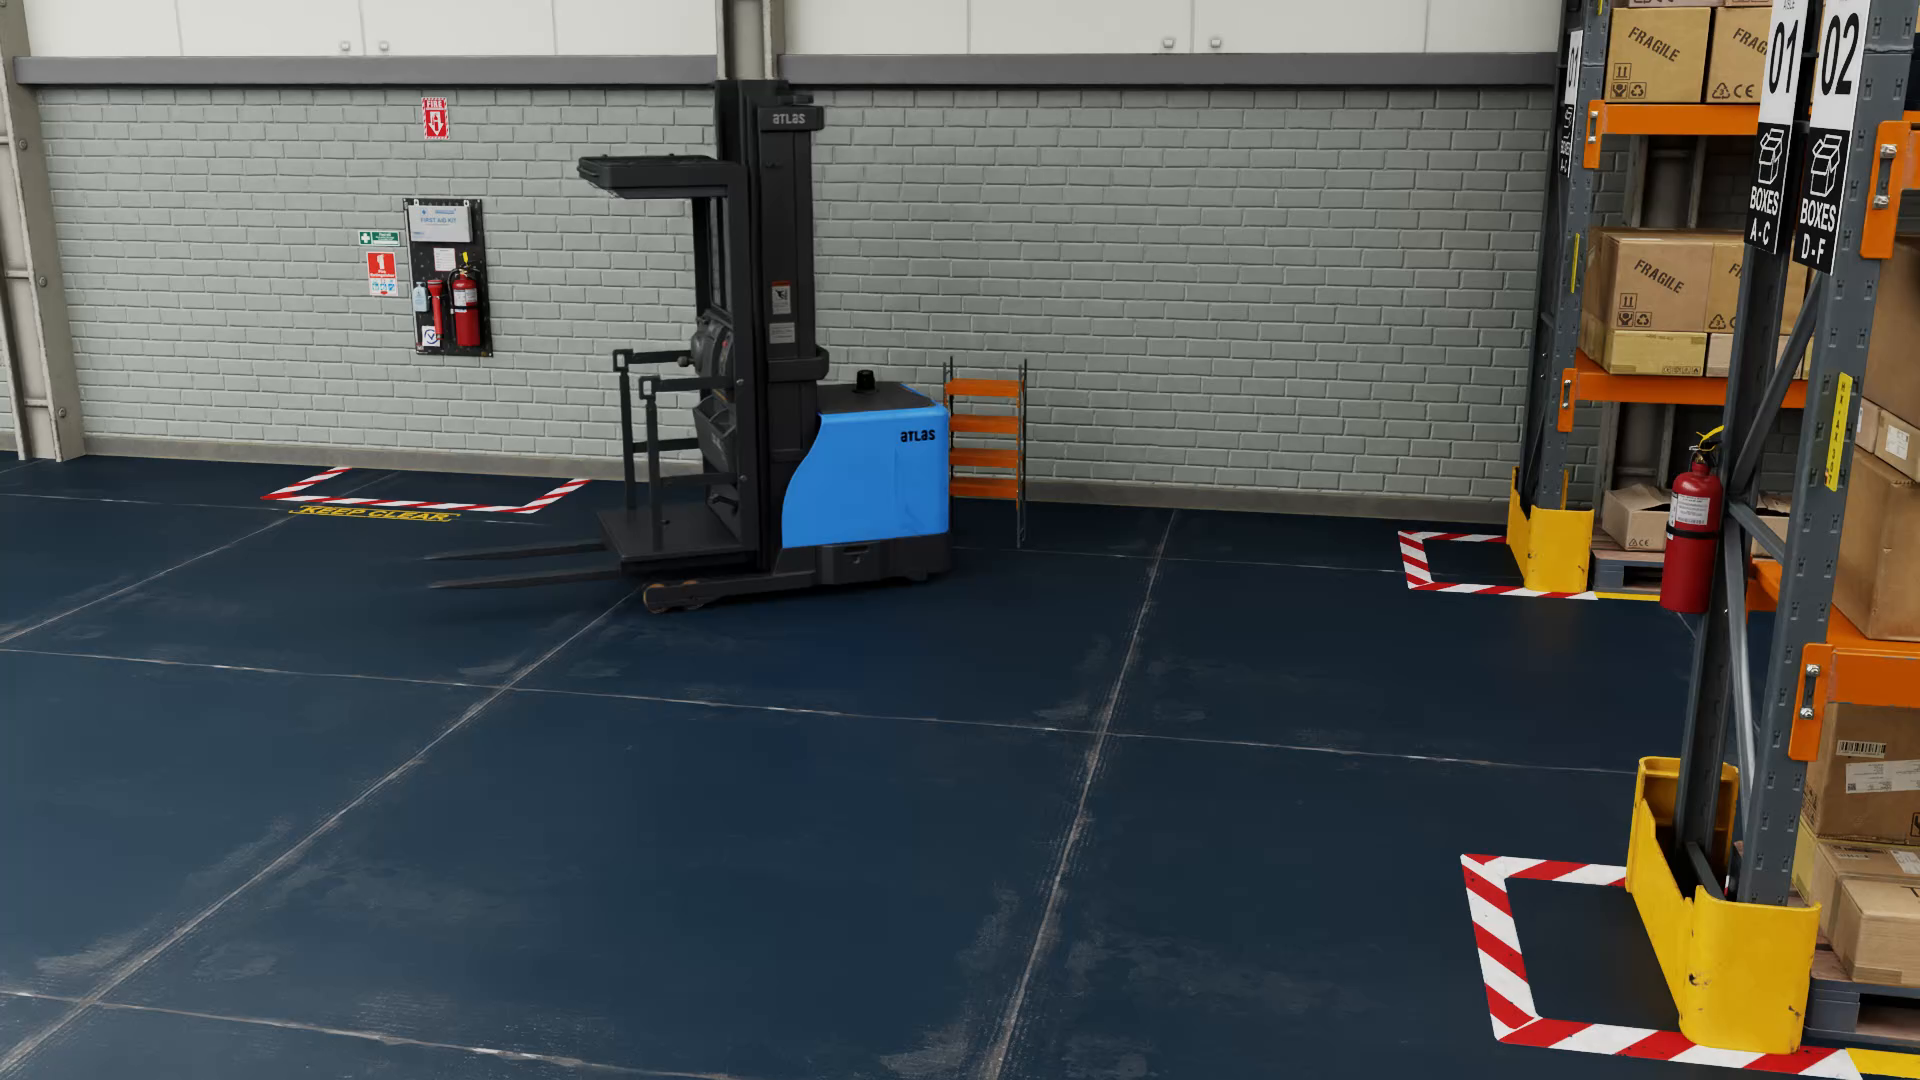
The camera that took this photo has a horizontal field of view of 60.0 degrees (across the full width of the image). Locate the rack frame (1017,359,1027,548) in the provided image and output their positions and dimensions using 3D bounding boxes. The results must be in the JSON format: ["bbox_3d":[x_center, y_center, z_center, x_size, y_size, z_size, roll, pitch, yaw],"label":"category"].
[{"bbox_3d":[0.401,-0.556,10.753,0.015,1.200,0.240,3,16,11],"label":"rack frame"}]

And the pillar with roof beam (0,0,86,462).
[{"bbox_3d":[-8.173,-3.884,8.156,0.400,9.000,9.100,3,16,11],"label":"pillar with roof beam"}]

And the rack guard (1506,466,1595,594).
[{"bbox_3d":[3.660,-0.083,10.355,0.348,0.500,1.175,3,16,11],"label":"rack guard"}]

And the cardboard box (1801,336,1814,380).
[{"bbox_3d":[5.010,-1.067,9.470,0.500,0.250,0.500,3,16,10],"label":"cardboard box"}]

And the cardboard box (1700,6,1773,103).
[{"bbox_3d":[4.383,-2.674,9.182,0.500,0.500,0.500,4,16,15],"label":"cardboard box"}]

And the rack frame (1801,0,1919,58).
[{"bbox_3d":[2.602,-2.887,4.556,0.127,3.000,1.000,3,16,11],"label":"rack frame"}]

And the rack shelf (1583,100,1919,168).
[{"bbox_3d":[5.546,-2.284,9.347,4.000,0.370,1.077,3,16,11],"label":"rack shelf"}]

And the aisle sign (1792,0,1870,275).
[{"bbox_3d":[2.477,-1.172,4.733,0.004,0.787,0.394,3,16,11],"label":"aisle sign"}]

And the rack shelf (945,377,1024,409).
[{"bbox_3d":[0.162,-0.948,10.695,0.480,0.148,0.258,3,16,11],"label":"rack shelf"}]

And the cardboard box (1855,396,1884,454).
[{"bbox_3d":[3.015,-0.386,5.363,0.250,0.149,0.380,3,16,10],"label":"cardboard box"}]

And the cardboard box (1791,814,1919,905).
[{"bbox_3d":[3.187,1.078,5.844,0.500,0.250,0.500,3,16,11],"label":"cardboard box"}]

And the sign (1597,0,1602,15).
[{"bbox_3d":[3.478,-3.016,9.006,0.005,0.325,0.100,3,16,11],"label":"sign"}]

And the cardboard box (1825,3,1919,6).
[{"bbox_3d":[4.901,-3.129,8.950,0.500,0.500,0.500,4,16,13],"label":"cardboard box"}]

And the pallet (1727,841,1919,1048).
[{"bbox_3d":[3.360,1.378,5.622,1.213,0.211,1.003,3,16,11],"label":"pallet"}]

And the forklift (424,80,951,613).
[{"bbox_3d":[-1.626,-1.154,9.666,3.031,2.935,1.130,-5,16,-19],"label":"forklift"}]

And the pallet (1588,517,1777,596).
[{"bbox_3d":[4.449,0.109,10.204,1.213,0.211,1.003,3,16,11],"label":"pallet"}]

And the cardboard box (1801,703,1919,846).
[{"bbox_3d":[3.187,0.717,5.746,0.500,0.500,0.500,3,16,11],"label":"cardboard box"}]

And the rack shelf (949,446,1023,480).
[{"bbox_3d":[0.162,-0.505,10.818,0.480,0.148,0.258,3,16,11],"label":"rack shelf"}]

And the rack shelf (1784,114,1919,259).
[{"bbox_3d":[4.562,-0.988,4.668,4.000,0.370,1.077,3,16,11],"label":"rack shelf"}]

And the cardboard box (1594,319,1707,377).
[{"bbox_3d":[4.001,-1.120,9.659,0.500,0.250,0.500,3,16,9],"label":"cardboard box"}]

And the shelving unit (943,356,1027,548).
[{"bbox_3d":[0.162,-0.569,10.800,0.503,1.200,0.258,3,16,11],"label":"shelving unit"}]

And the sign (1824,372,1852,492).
[{"bbox_3d":[2.486,-0.306,4.708,0.005,0.325,0.100,3,16,11],"label":"sign"}]

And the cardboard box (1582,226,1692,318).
[{"bbox_3d":[4.090,-1.621,10.063,0.500,0.500,0.500,3,16,10],"label":"cardboard box"}]

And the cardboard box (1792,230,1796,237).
[{"bbox_3d":[5.089,-1.565,9.862,0.500,0.500,0.500,3,16,10],"label":"cardboard box"}]

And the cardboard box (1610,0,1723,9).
[{"bbox_3d":[3.915,-3.193,9.183,0.500,0.500,0.500,2,16,7],"label":"cardboard box"}]

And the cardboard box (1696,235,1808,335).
[{"bbox_3d":[4.476,-1.457,9.473,0.500,0.500,0.500,3,16,11],"label":"cardboard box"}]

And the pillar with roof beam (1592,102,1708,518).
[{"bbox_3d":[3.586,-3.246,5.852,0.400,9.000,9.100,3,16,11],"label":"pillar with roof beam"}]

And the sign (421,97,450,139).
[{"bbox_3d":[-3.838,-3.085,12.167,0.199,0.298,0.001,3,16,11],"label":"sign"}]

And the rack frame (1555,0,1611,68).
[{"bbox_3d":[3.586,-4.183,9.235,0.127,3.000,1.000,3,16,11],"label":"rack frame"}]

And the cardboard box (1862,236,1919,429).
[{"bbox_3d":[3.109,-0.638,5.058,0.500,0.500,0.700,3,16,11],"label":"cardboard box"}]

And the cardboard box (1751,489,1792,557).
[{"bbox_3d":[4.805,-0.117,10.009,0.500,0.311,0.500,4,16,16],"label":"cardboard box"}]

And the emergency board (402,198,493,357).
[{"bbox_3d":[-3.850,-1.941,12.381,0.643,1.169,0.194,3,16,11],"label":"emergency board"}]
